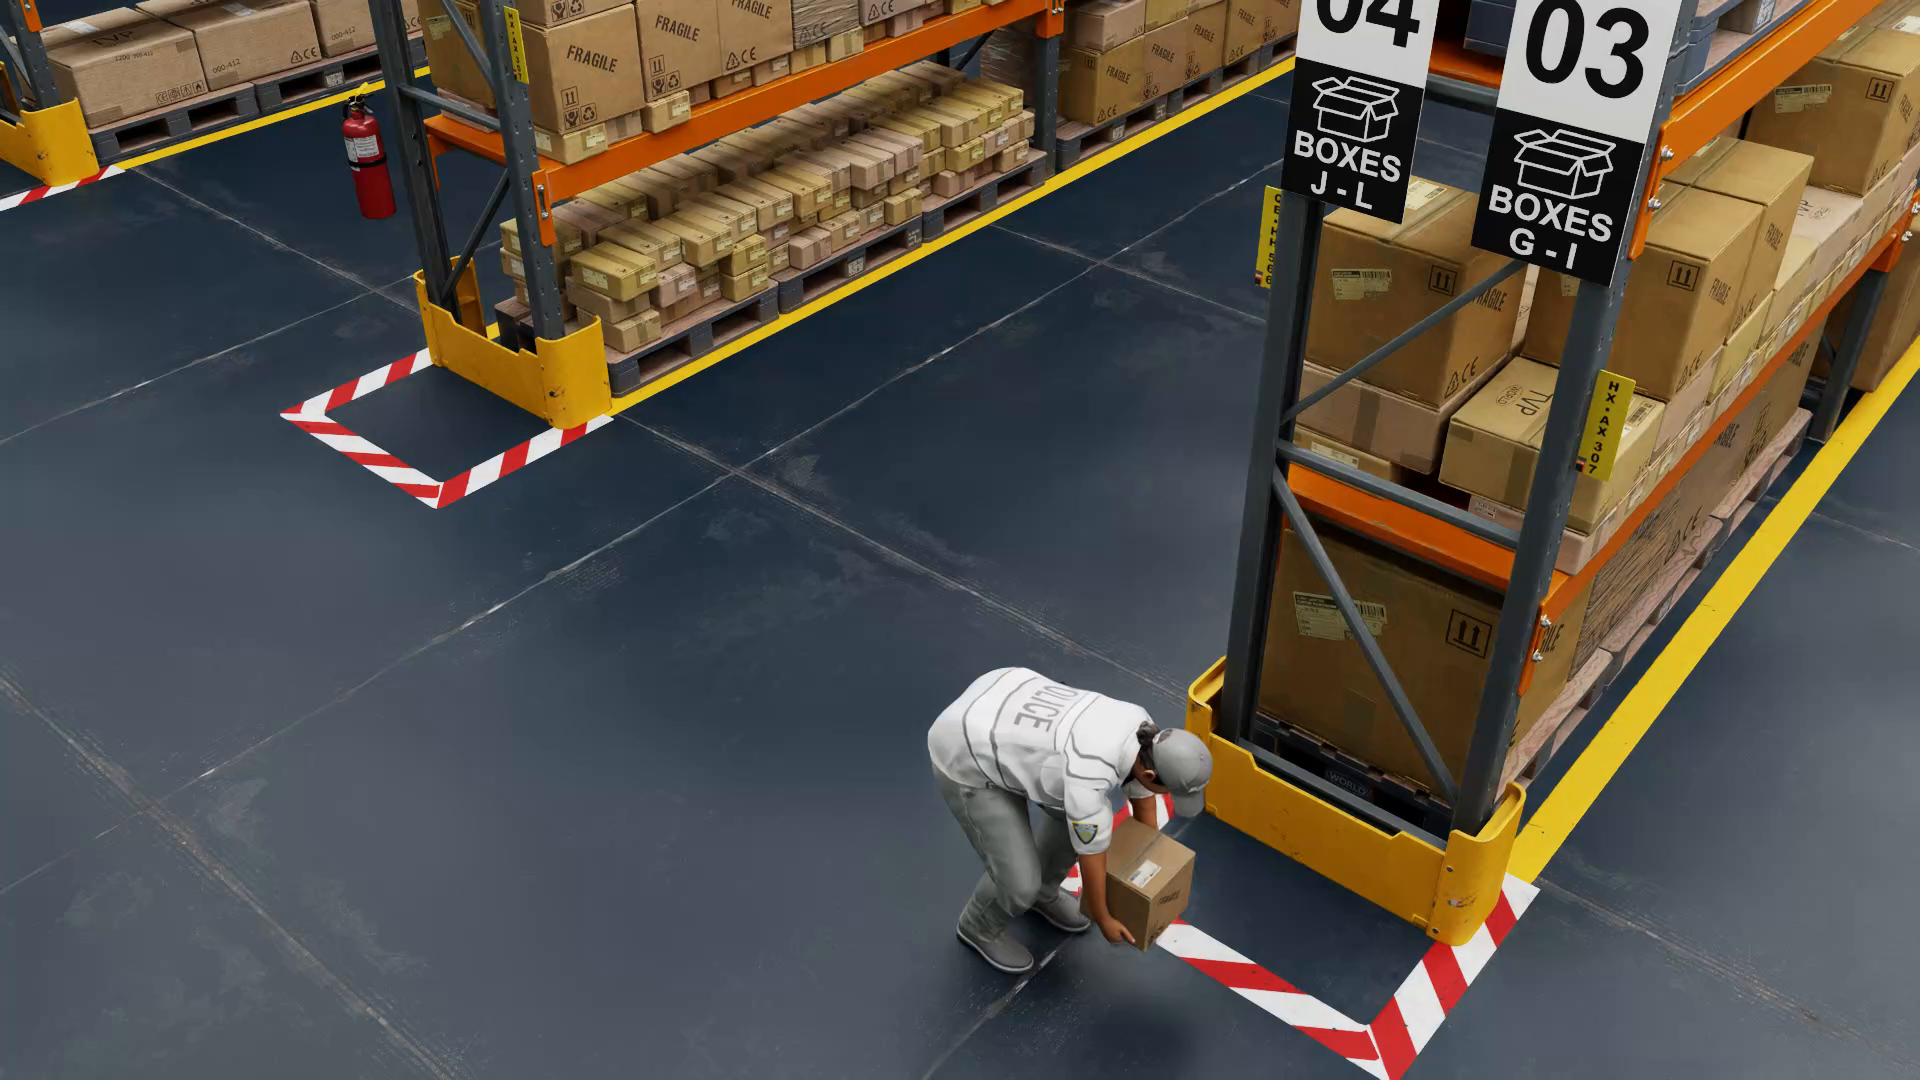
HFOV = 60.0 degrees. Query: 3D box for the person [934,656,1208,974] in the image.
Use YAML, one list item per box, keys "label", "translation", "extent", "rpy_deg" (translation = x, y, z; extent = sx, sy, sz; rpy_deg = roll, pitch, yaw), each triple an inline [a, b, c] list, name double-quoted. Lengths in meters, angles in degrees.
- label: "person"
  translation: [0.337, 0.843, 5.252]
  extent: [0.873, 1.324, 0.465]
  rpy_deg: [23, 41, 28]
